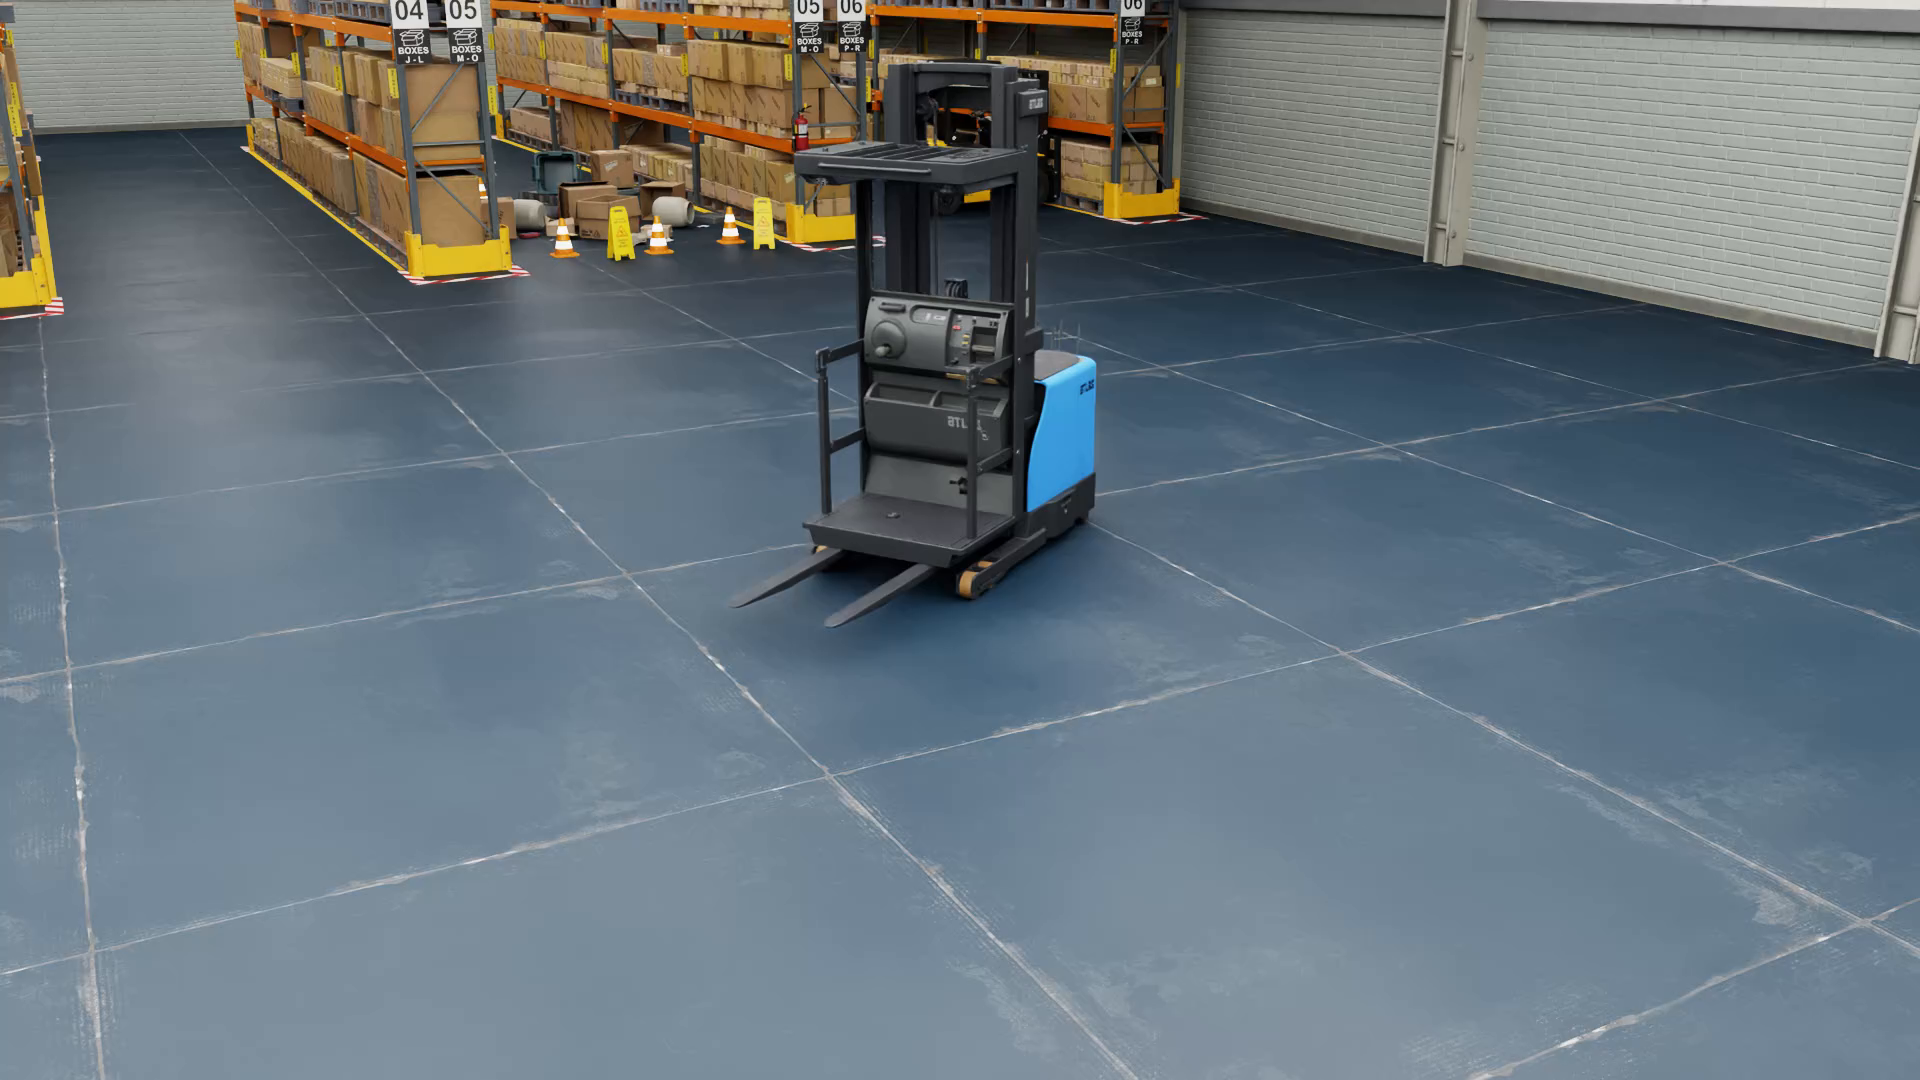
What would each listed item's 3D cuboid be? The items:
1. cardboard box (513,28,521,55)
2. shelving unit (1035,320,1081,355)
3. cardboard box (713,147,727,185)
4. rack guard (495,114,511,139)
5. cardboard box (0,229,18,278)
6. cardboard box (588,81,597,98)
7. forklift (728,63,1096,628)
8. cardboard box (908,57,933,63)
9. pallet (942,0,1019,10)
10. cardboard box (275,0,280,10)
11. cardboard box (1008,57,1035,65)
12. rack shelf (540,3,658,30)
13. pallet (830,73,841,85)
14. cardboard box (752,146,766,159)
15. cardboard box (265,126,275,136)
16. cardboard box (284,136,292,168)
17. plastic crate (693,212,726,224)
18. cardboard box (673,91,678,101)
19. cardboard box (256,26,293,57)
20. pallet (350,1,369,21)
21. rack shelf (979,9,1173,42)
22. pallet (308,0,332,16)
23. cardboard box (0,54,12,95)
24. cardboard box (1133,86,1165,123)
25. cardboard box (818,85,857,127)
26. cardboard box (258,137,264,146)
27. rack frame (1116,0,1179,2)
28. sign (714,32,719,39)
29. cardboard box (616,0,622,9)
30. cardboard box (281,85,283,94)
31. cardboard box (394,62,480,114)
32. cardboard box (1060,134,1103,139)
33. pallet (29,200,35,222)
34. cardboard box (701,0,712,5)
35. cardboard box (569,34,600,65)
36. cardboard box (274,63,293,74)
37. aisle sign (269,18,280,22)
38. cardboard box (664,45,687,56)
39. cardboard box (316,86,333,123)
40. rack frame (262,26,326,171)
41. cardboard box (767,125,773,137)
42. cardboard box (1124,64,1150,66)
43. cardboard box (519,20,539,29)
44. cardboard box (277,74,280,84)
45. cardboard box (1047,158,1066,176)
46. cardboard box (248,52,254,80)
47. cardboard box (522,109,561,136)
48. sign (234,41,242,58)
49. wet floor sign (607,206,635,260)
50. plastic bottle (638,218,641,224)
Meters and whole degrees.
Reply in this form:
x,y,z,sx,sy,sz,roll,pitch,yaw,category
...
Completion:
x,y,z,sx,sy,sz,roll,pitch,yaw,category
-8.583,-9.947,33.174,0.500,0.500,0.500,-10,21,-26,cardboard box
0.627,-0.881,11.322,0.258,1.200,0.189,-10,21,-36,shelving unit
-3.296,-5.491,24.369,0.500,0.500,0.500,-9,21,-24,cardboard box
-9.313,-8.871,35.574,1.175,0.500,0.348,-10,21,-27,rack guard
-10.707,-3.117,18.253,0.500,0.500,0.500,-6,20,-17,cardboard box
-6.227,-7.928,29.237,0.500,0.250,0.500,-10,21,-26,cardboard box
-0.243,-1.208,9.639,1.130,2.935,3.031,10,21,26,forklift
-0.690,-8.449,29.371,0.380,0.149,0.250,-10,21,-26,cardboard box
0.334,-8.950,27.664,0.805,0.209,1.217,-11,22,-29,pallet
-10.788,-8.829,26.868,0.500,0.500,0.500,-10,21,-27,cardboard box
0.987,-7.595,26.440,0.380,0.149,0.250,-10,22,-28,cardboard box
-6.452,-9.401,29.783,1.077,0.370,4.000,-10,21,-27,rack shelf
-2.063,-8.986,32.369,1.003,0.211,1.213,-10,21,-27,pallet
-2.663,-5.370,23.022,0.380,0.149,0.250,-10,21,-26,cardboard box
-12.653,-7.583,30.824,0.380,0.149,0.250,-11,22,-29,cardboard box
-11.340,-6.714,28.678,0.500,0.500,0.500,-9,21,-24,cardboard box
-3.579,-4.643,23.965,0.583,0.080,0.402,16,25,39,plastic crate
-4.200,-6.864,25.667,0.380,0.149,0.250,-11,22,-28,cardboard box
-12.171,-8.856,29.554,0.500,0.500,0.500,-11,22,-29,cardboard box
-6.957,-6.595,20.683,1.003,0.211,1.213,-10,21,-27,pallet
1.714,-7.875,25.358,1.077,0.370,4.000,-10,21,-27,rack shelf
-8.925,-7.785,24.285,1.003,0.211,1.213,-9,21,-24,pallet
-11.868,-5.640,20.236,0.500,0.500,0.500,-10,21,-27,cardboard box
2.672,-6.455,24.587,0.500,0.500,0.500,-9,21,-25,cardboard box
-1.684,-5.820,22.289,0.500,0.500,0.500,-10,22,-27,cardboard box
-13.297,-7.678,32.011,0.380,0.149,0.250,-10,21,-26,cardboard box
2.663,-9.059,23.088,1.000,3.000,0.127,-10,21,-27,rack frame
-5.412,-11.141,36.992,0.100,0.325,0.005,-10,21,-27,sign
-5.502,-8.932,27.704,0.380,0.149,0.250,-10,21,-27,cardboard box
-10.803,-7.321,26.991,0.380,0.149,0.250,-10,22,-27,cardboard box
-6.154,-5.351,19.655,0.875,0.550,0.550,-10,21,-27,cardboard box
1.896,-6.198,26.033,0.500,0.250,0.500,-10,22,-28,cardboard box
-13.854,-4.672,23.846,1.003,0.211,1.213,-10,21,-27,pallet
-3.382,-7.773,23.736,0.500,0.250,0.500,-10,21,-27,cardboard box
-6.693,-8.813,29.888,0.500,0.500,0.500,-10,22,-28,cardboard box
-11.059,-7.756,27.339,0.380,0.149,0.250,-9,21,-24,cardboard box
-13.380,-10.547,32.611,0.394,0.787,0.004,-10,21,-27,aisle sign
-4.360,-7.588,25.774,0.380,0.149,0.250,-11,22,-28,cardboard box
-9.117,-6.397,24.417,0.500,0.500,0.500,-10,22,-27,cardboard box
-11.710,-8.102,29.512,1.000,3.000,0.127,-10,21,-27,rack frame
-2.390,-5.541,22.475,0.380,0.149,0.250,-10,22,-28,cardboard box
2.621,-6.933,24.521,0.380,0.149,0.250,-9,21,-25,cardboard box
-8.509,-10.208,32.936,0.380,0.149,0.250,-10,21,-27,cardboard box
-10.936,-7.541,27.171,0.380,0.149,0.250,-10,21,-27,cardboard box
1.665,-5.740,25.472,0.500,0.250,0.500,-11,22,-28,cardboard box
-13.141,-8.974,31.431,0.500,0.500,0.500,-10,21,-26,cardboard box
-8.458,-8.598,34.234,0.875,0.438,0.875,-9,21,-25,cardboard box
-14.087,-9.575,32.455,0.100,0.325,0.005,-10,21,-27,sign
-4.255,-3.843,20.778,0.267,0.644,0.232,-14,24,-36,wet floor sign
-4.640,-4.551,23.727,0.133,0.061,0.283,-6,20,-17,plastic bottle
